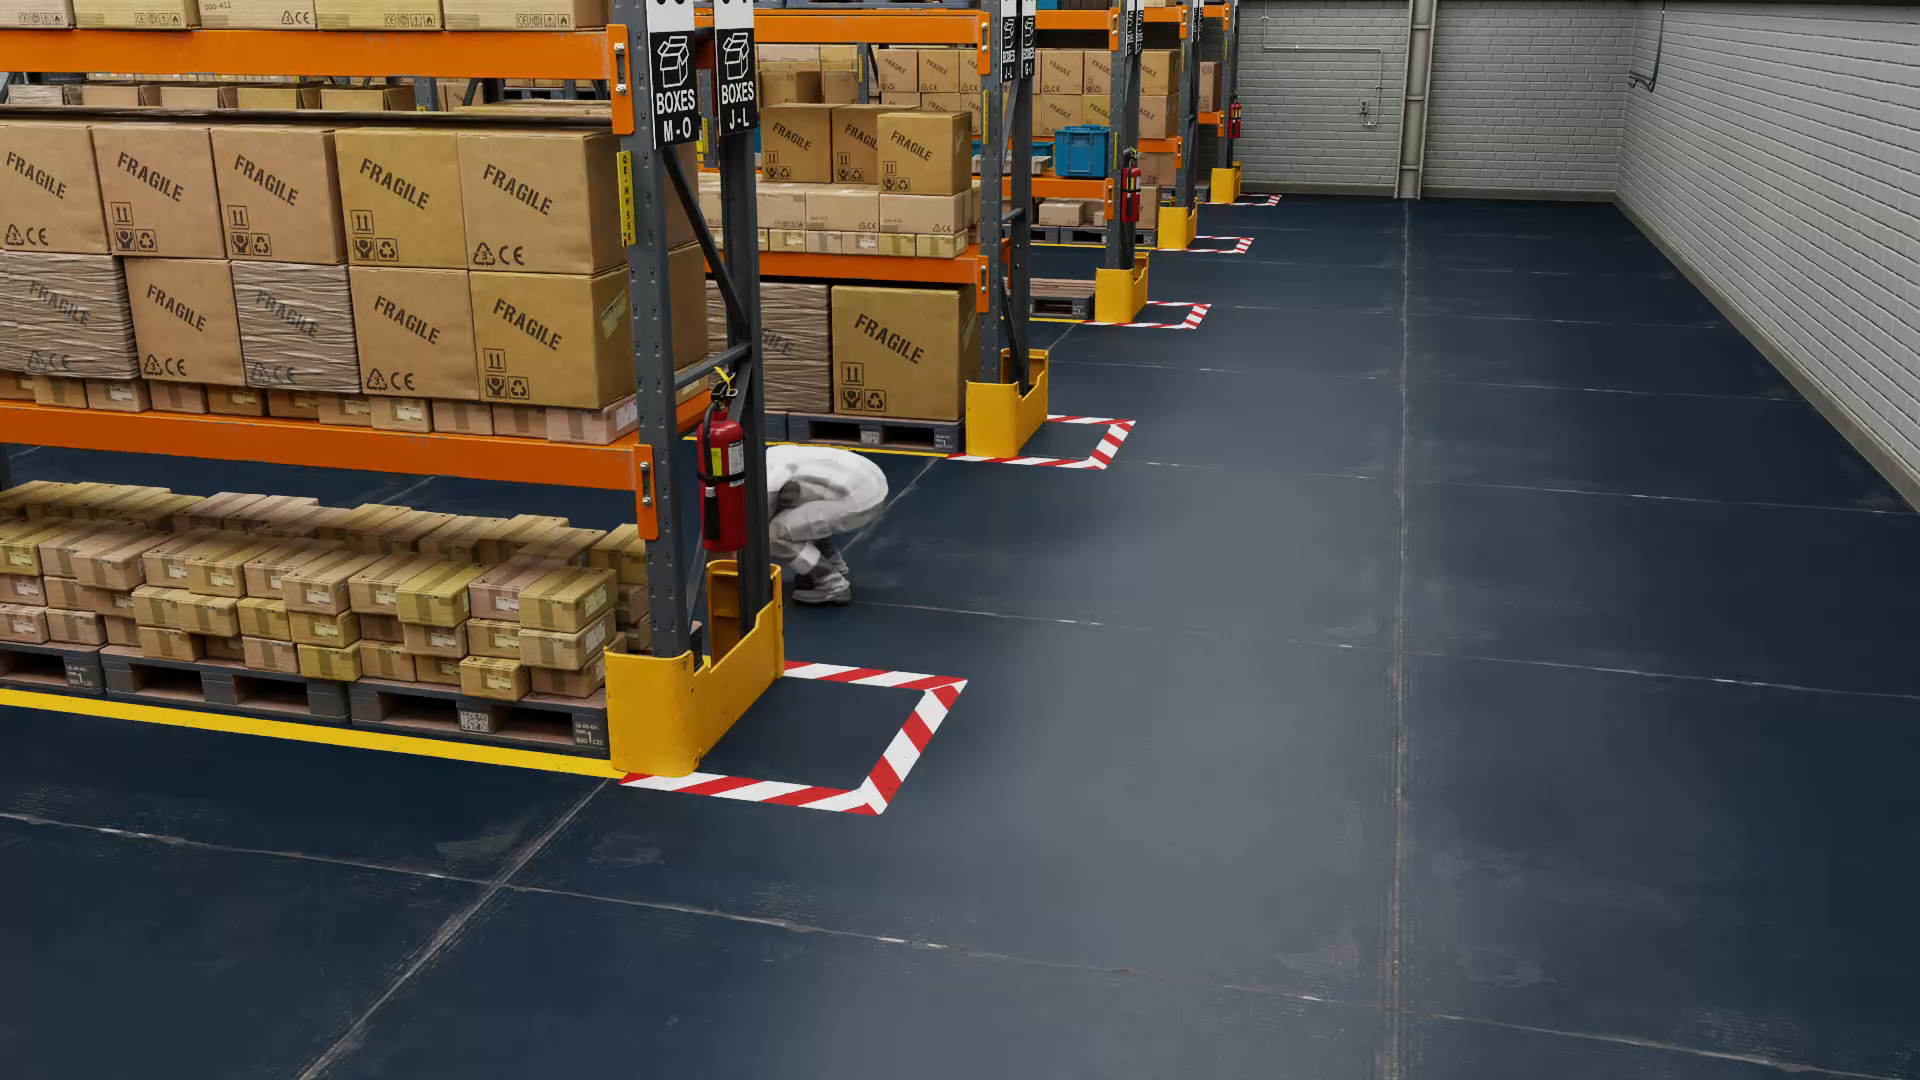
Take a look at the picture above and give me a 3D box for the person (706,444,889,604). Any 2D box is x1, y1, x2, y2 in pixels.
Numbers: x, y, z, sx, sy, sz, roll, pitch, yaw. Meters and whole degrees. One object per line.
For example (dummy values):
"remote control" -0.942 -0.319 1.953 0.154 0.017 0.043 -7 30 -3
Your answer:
"person" -0.843 -0.083 8.448 0.959 0.799 0.517 2 18 6
